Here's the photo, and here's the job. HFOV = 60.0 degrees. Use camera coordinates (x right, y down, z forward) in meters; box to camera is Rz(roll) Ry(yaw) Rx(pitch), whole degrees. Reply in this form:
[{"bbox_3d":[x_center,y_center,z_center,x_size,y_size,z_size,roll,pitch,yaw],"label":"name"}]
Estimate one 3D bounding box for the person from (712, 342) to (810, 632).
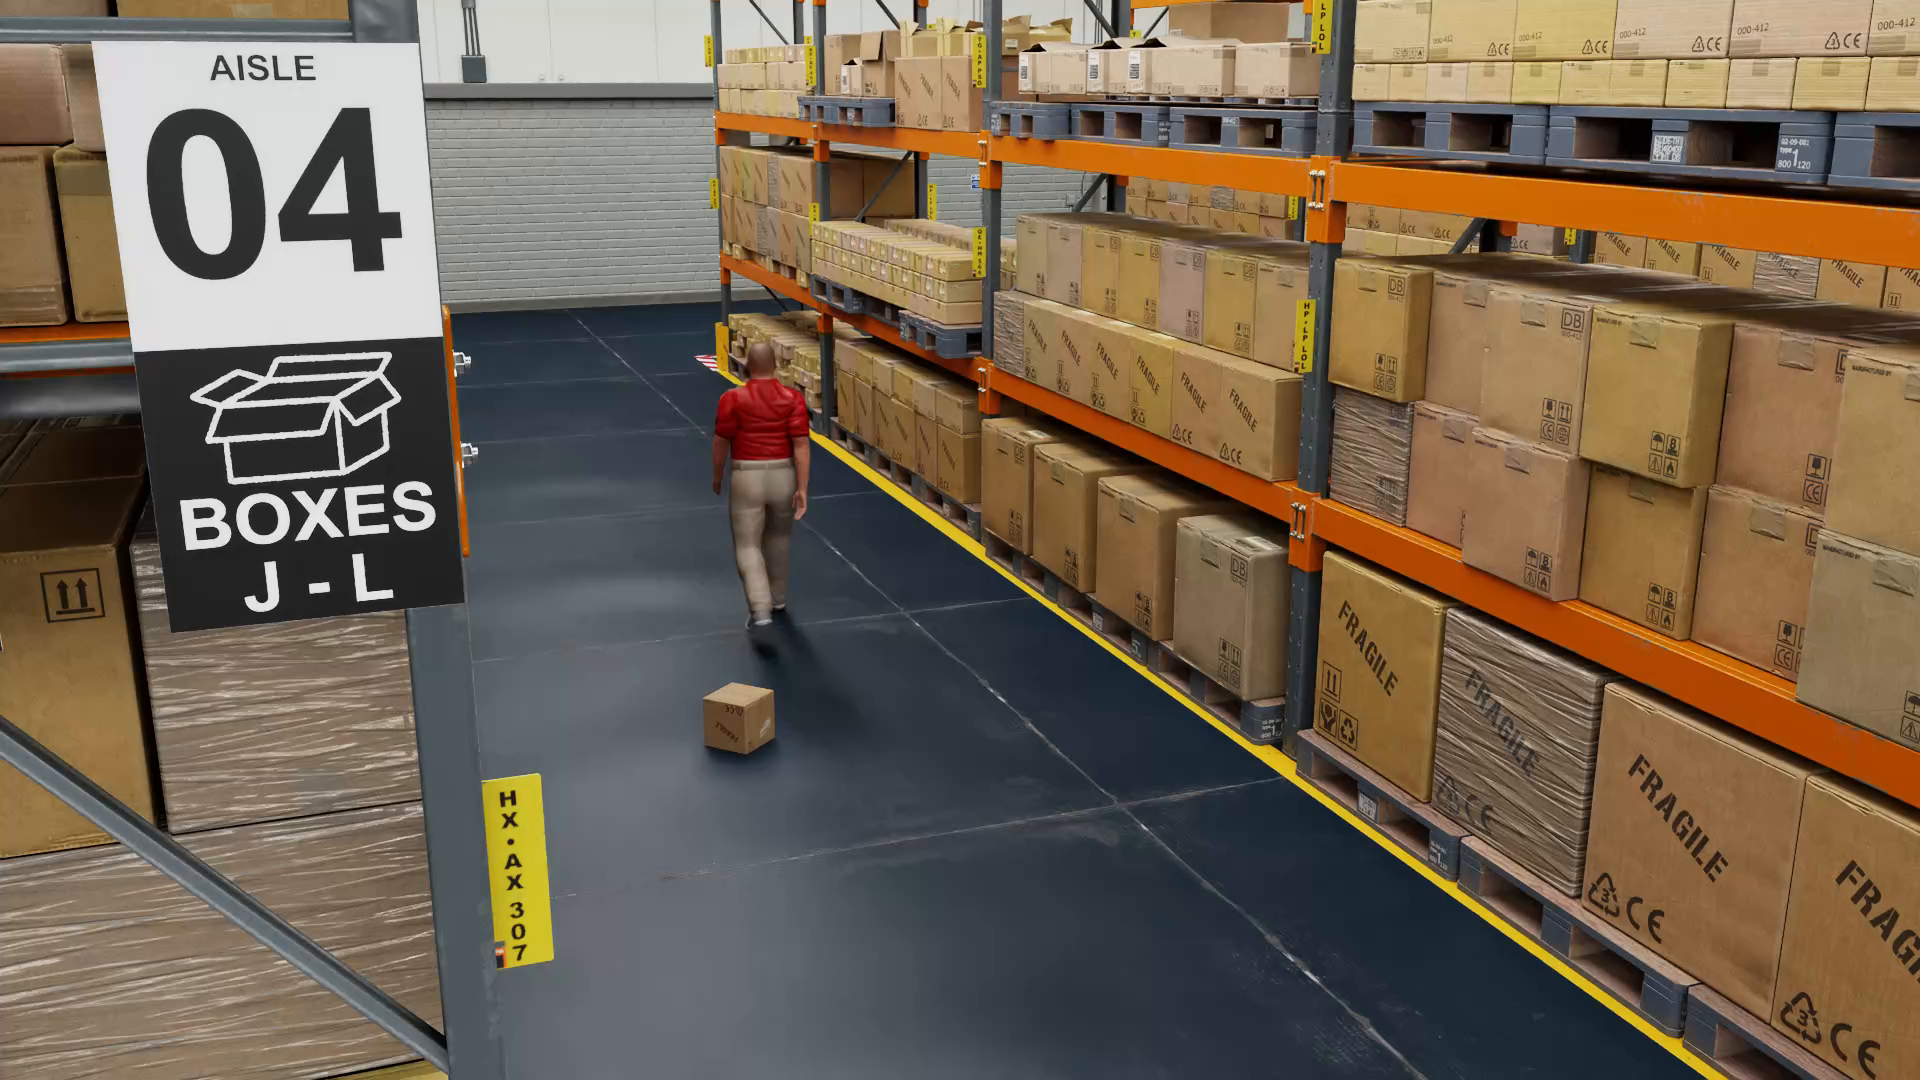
[{"bbox_3d":[-1.157,-0.326,9.711,0.541,1.673,1.021,-5,16,-16],"label":"person"}]
